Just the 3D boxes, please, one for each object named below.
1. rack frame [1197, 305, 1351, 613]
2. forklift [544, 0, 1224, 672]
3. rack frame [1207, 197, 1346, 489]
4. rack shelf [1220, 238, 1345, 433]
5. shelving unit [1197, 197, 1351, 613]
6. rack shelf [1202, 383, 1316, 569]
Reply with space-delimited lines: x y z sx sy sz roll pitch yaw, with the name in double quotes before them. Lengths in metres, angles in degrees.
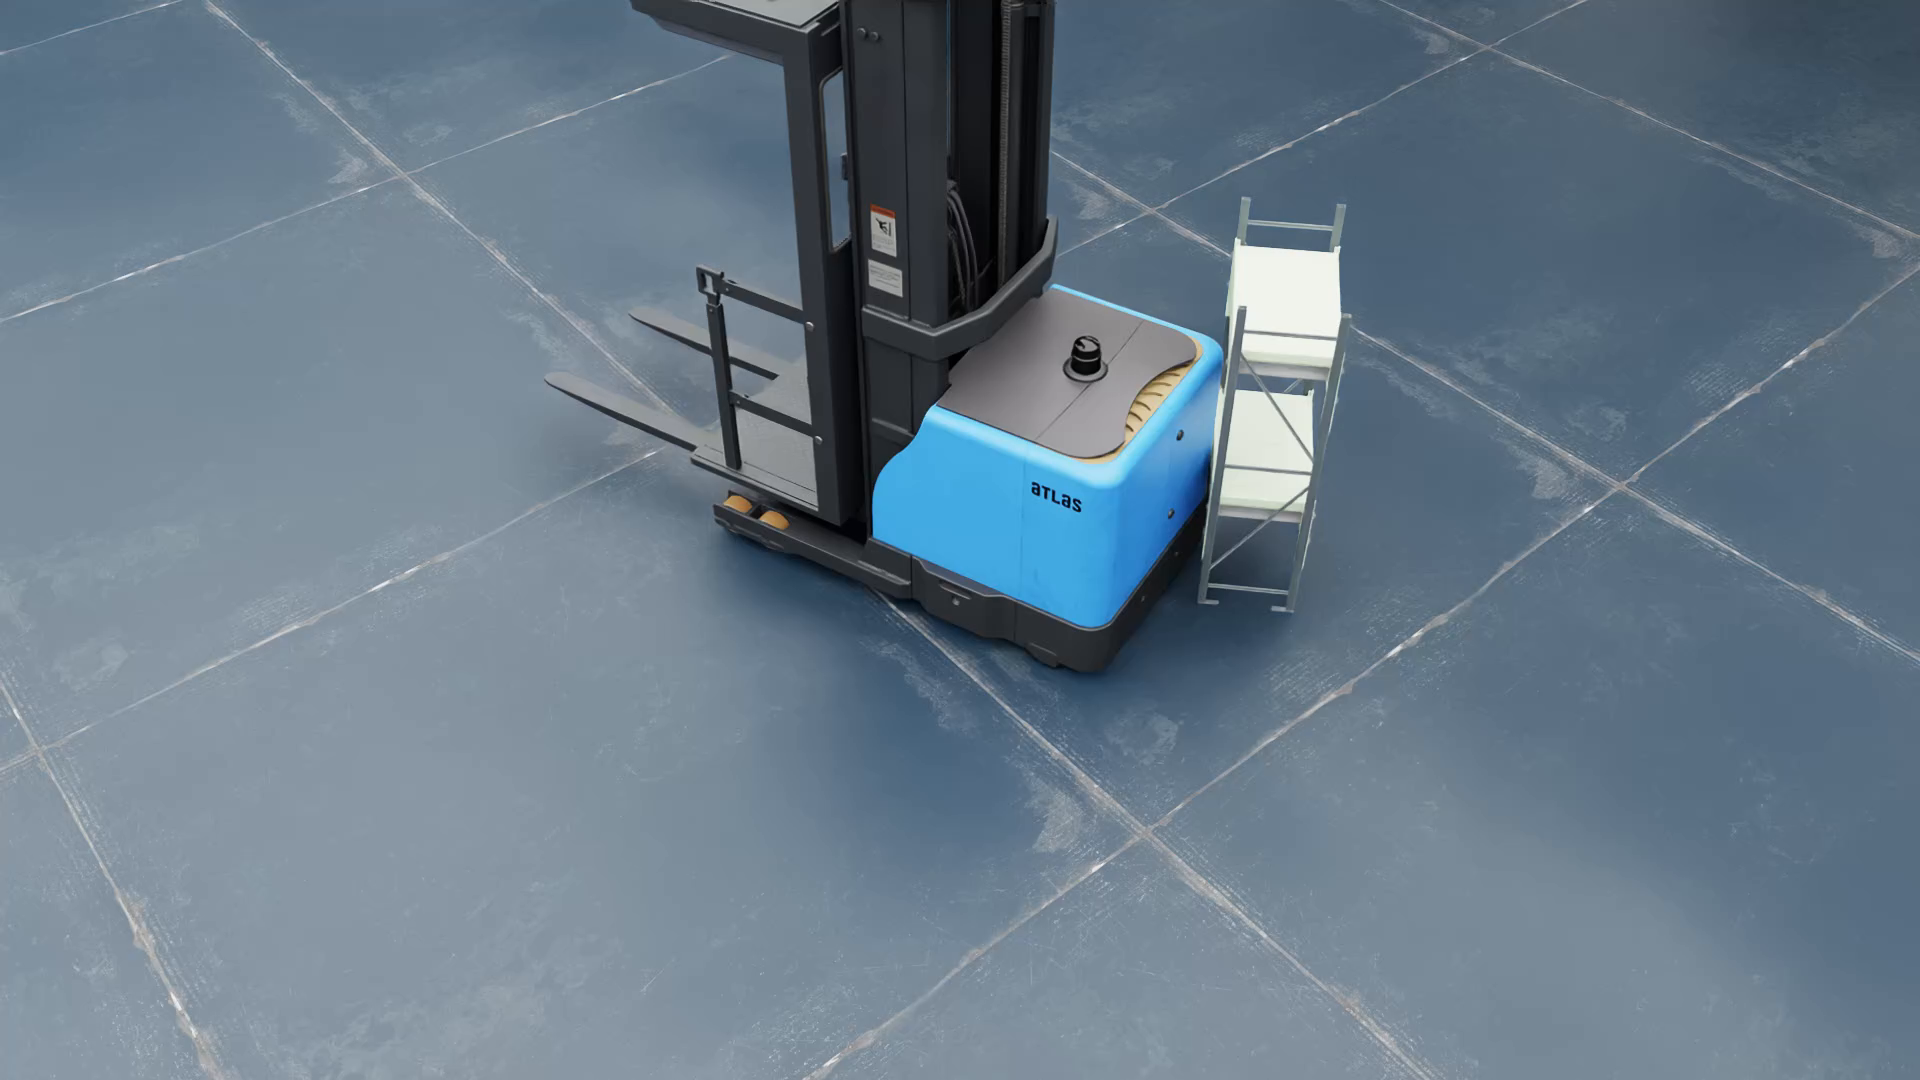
"rack frame" 1.192 -0.268 6.440 0.400 1.500 0.023 6 43 6
"forklift" -0.474 -1.313 6.507 3.031 2.935 1.130 23 48 22
"rack frame" 1.296 -0.764 6.968 0.400 1.500 0.023 6 43 6
"rack shelf" 1.244 -0.801 6.437 0.431 0.370 0.720 6 43 6
"shelving unit" 1.244 -0.516 6.704 0.431 1.500 0.755 6 43 6
"rack shelf" 1.244 -0.279 6.927 0.431 0.370 0.720 6 43 6
